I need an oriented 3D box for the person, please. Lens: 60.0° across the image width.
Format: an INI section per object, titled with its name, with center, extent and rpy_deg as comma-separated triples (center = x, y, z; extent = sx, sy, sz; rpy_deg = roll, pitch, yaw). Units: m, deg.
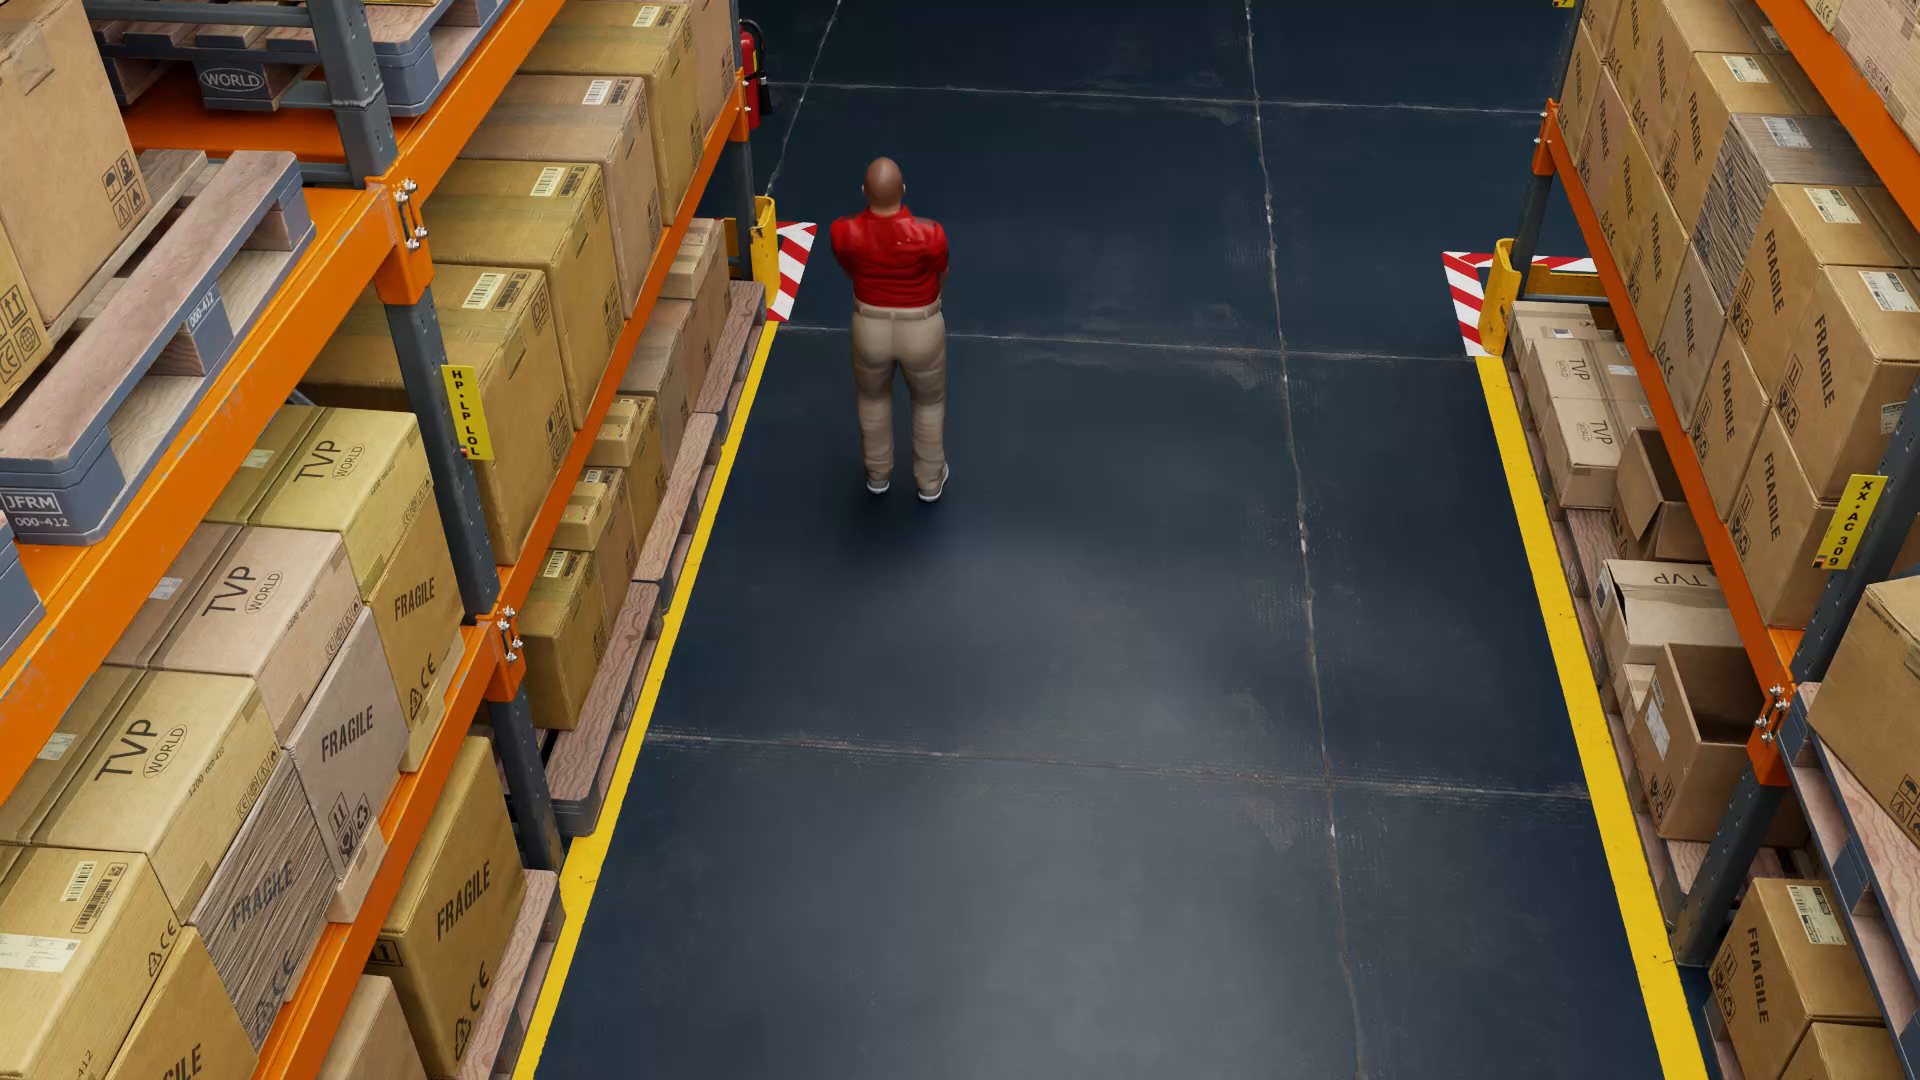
[person]
center = -0.284, -0.965, 7.336
extent = 0.494, 1.712, 0.530
rpy_deg = 3, 40, 4
